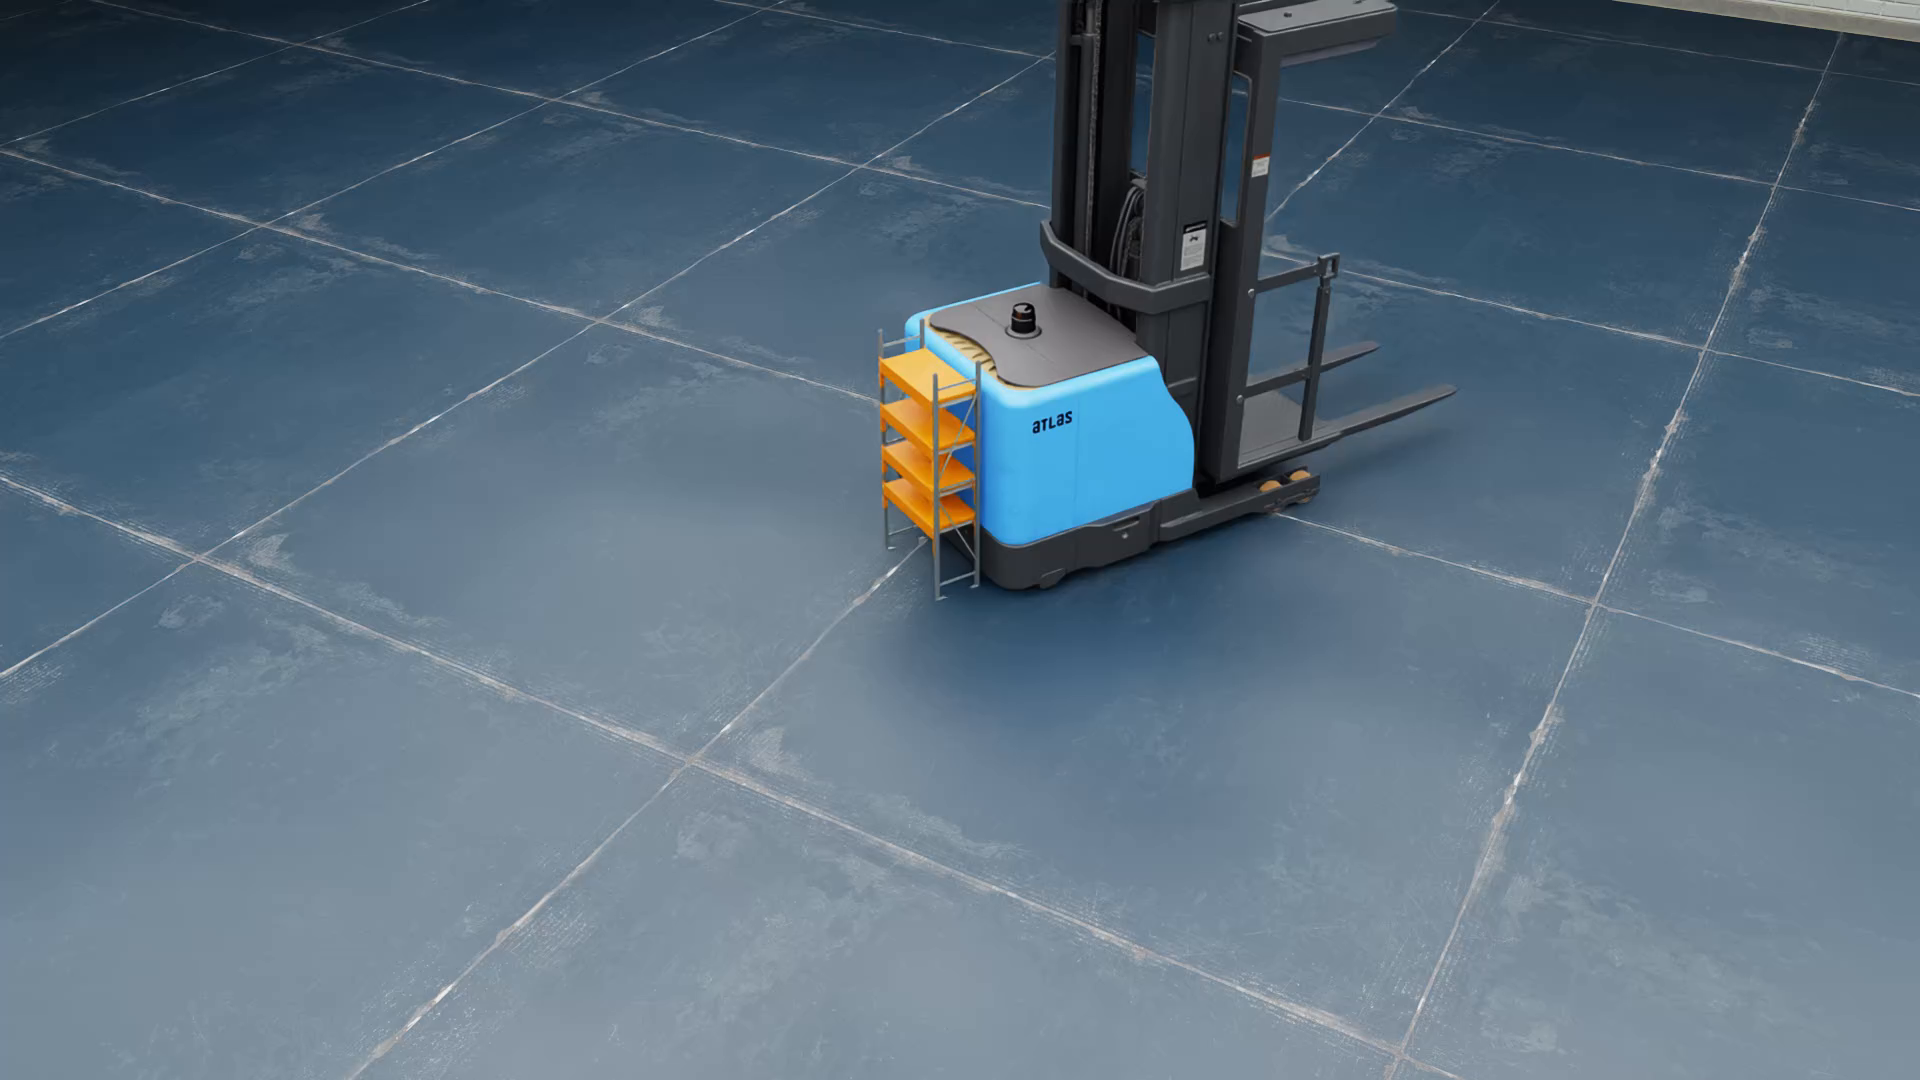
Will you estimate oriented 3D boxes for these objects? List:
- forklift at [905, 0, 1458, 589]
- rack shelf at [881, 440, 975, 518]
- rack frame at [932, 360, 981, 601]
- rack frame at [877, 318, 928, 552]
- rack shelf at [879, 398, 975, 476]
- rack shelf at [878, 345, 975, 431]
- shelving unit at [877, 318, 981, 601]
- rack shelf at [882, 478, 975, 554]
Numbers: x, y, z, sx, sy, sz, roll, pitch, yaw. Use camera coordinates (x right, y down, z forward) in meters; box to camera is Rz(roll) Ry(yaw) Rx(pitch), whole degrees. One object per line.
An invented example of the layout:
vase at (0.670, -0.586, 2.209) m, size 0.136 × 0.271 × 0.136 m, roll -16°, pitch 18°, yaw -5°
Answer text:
forklift at (1.251, -1.586, 7.988) m, size 3.031 × 2.935 × 1.130 m, roll -18°, pitch 38°, yaw -25°
rack shelf at (-0.140, -0.308, 7.751) m, size 0.258 × 0.148 × 0.480 m, roll -19°, pitch 38°, yaw -26°
rack frame at (-0.013, -0.248, 7.540) m, size 0.240 × 1.200 × 0.015 m, roll -19°, pitch 38°, yaw -26°
rack frame at (-0.267, -0.479, 7.887) m, size 0.240 × 1.200 × 0.015 m, roll -19°, pitch 38°, yaw -26°
rack shelf at (-0.140, -0.494, 7.627) m, size 0.258 × 0.148 × 0.480 m, roll -19°, pitch 38°, yaw -26°
rack shelf at (-0.140, -0.691, 7.496) m, size 0.258 × 0.148 × 0.480 m, roll -19°, pitch 38°, yaw -26°
shelving unit at (-0.140, -0.364, 7.714) m, size 0.258 × 1.200 × 0.503 m, roll -19°, pitch 38°, yaw -26°
rack shelf at (-0.140, -0.143, 7.861) m, size 0.258 × 0.148 × 0.480 m, roll -19°, pitch 38°, yaw -26°
